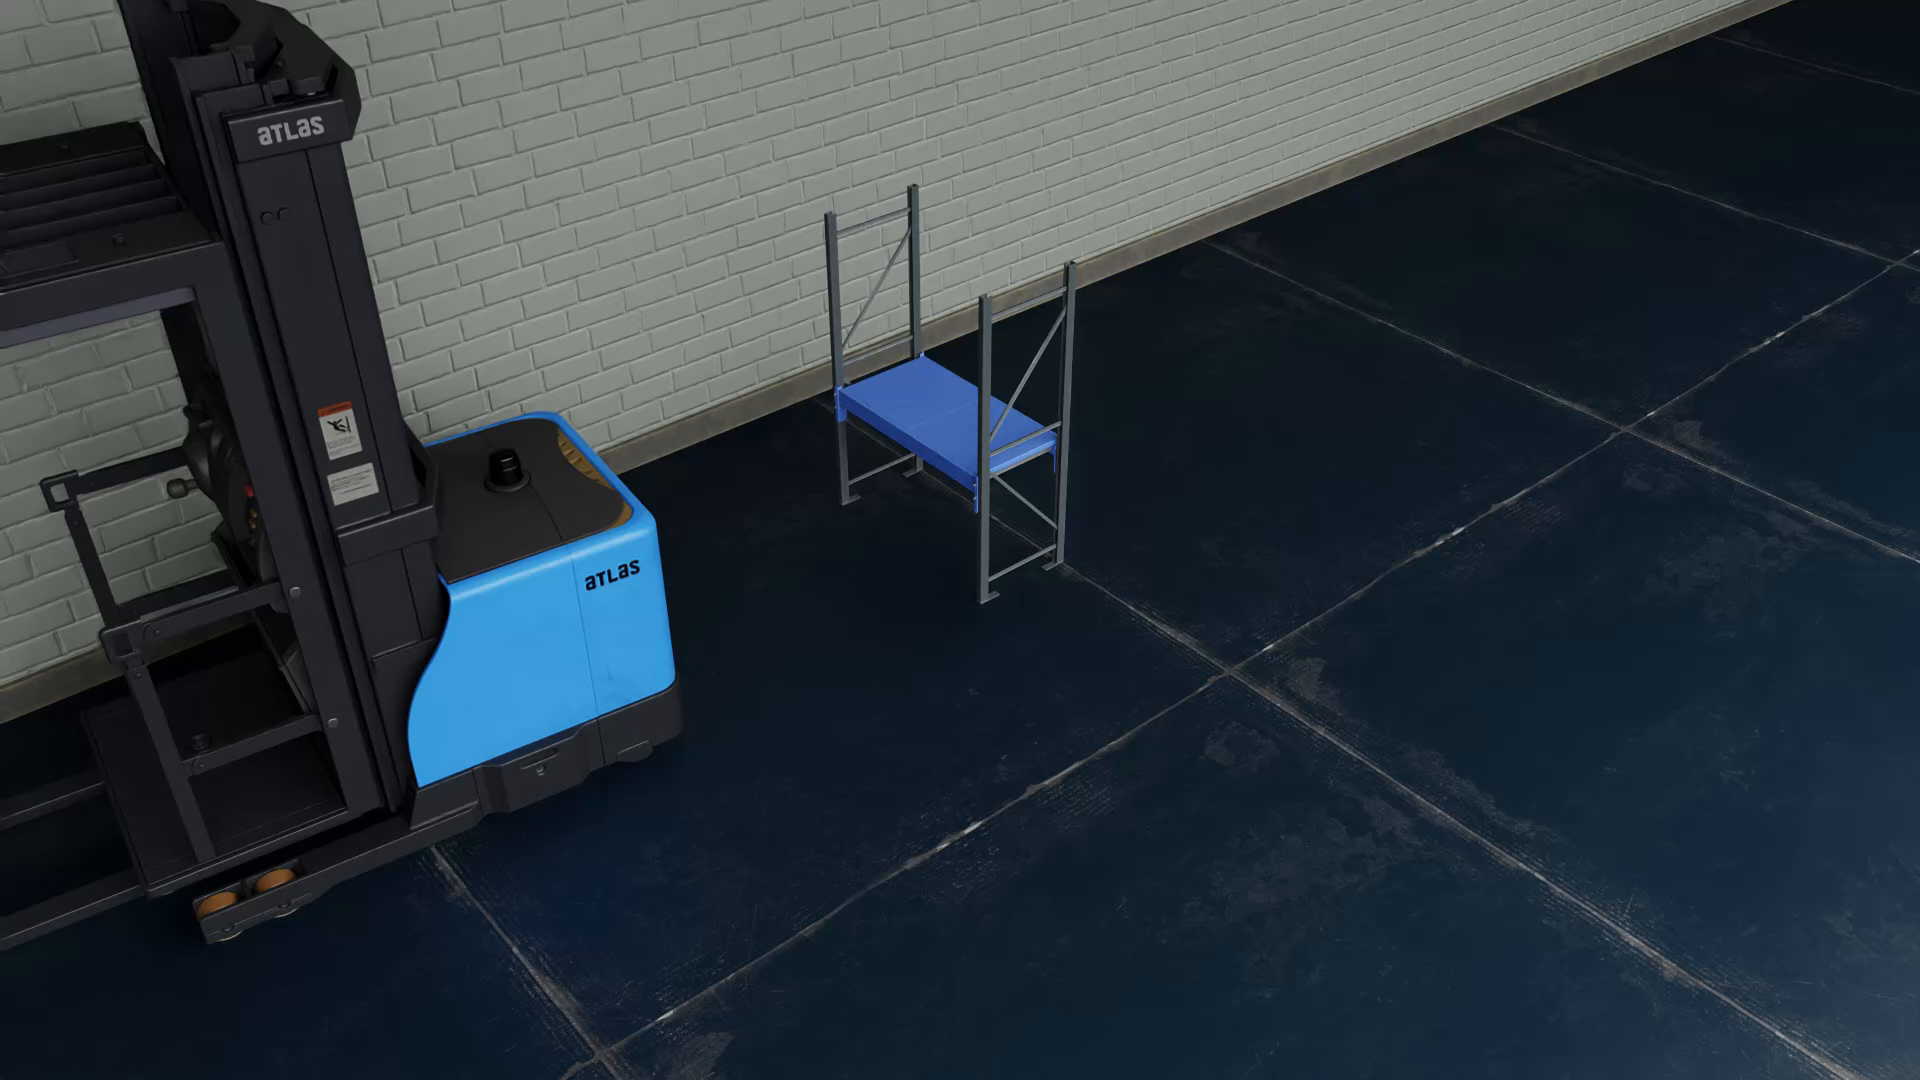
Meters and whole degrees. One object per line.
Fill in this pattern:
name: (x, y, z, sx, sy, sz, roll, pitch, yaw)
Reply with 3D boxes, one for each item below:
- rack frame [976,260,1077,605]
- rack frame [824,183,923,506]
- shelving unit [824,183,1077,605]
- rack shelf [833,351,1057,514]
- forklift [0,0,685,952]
rack frame: (0.273, -0.425, 7.053, 0.500, 1.500, 0.032, -26, 43, -32)
rack frame: (-0.383, -0.874, 7.687, 0.500, 1.500, 0.032, -26, 43, -32)
shelving unit: (-0.055, -0.650, 7.370, 0.538, 1.500, 1.048, -26, 43, -32)
rack shelf: (-0.055, -0.503, 7.474, 0.538, 0.185, 1.000, -26, 43, -32)
forklift: (-2.600, -0.154, 5.431, 3.031, 2.935, 1.130, -21, 40, -27)
